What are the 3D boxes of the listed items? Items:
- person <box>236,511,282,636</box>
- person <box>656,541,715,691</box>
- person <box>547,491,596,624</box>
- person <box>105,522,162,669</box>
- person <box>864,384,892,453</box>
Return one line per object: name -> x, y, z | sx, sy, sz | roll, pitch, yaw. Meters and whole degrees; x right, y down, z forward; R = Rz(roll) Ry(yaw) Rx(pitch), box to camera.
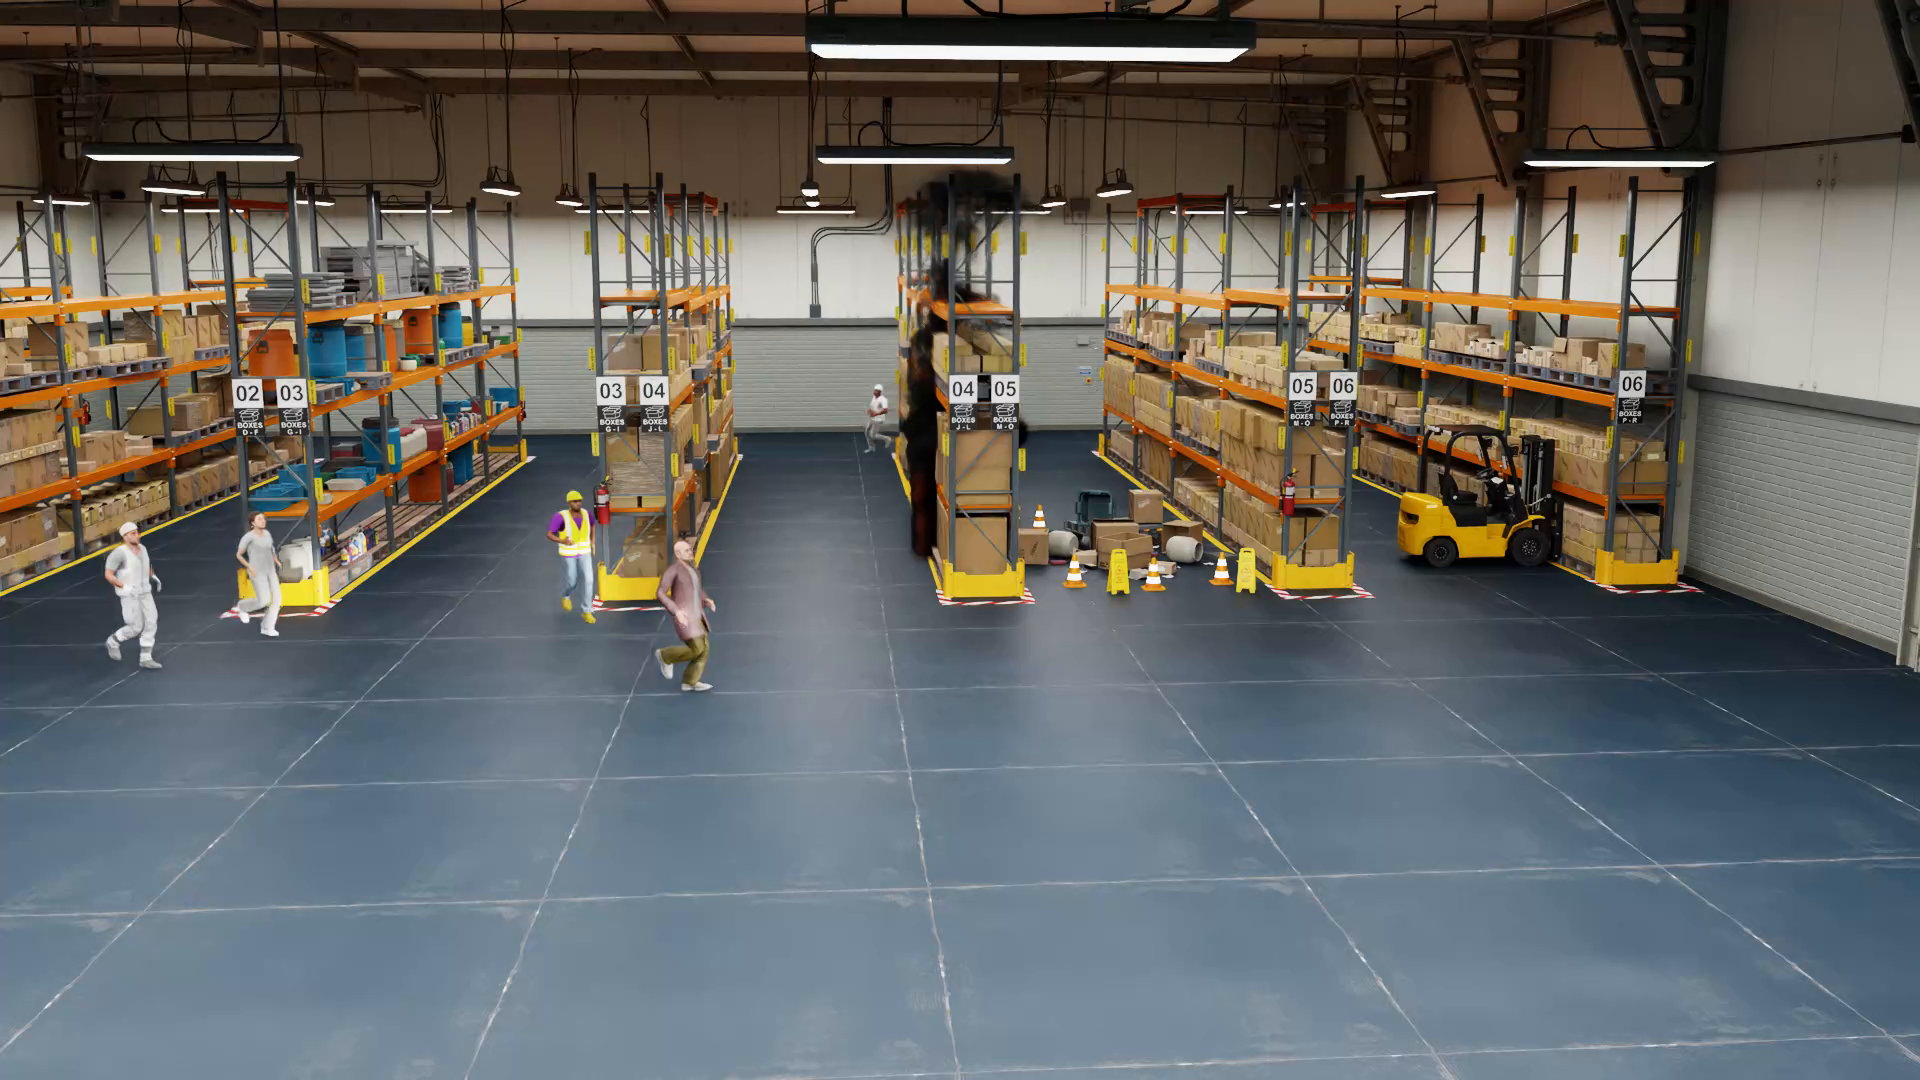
person -> -9.129, 0.425, 21.676 | 0.662, 1.630, 0.580 | 5, 11, 27
person -> -3.122, 0.908, 18.897 | 0.630, 1.646, 0.724 | 4, 11, 24
person -> -5.216, 0.200, 22.524 | 0.737, 1.763, 0.937 | -7, 12, -33
person -> -9.929, 0.658, 19.944 | 0.717, 1.771, 0.683 | 3, 11, 19
person -> -1.989, -2.970, 40.730 | 0.660, 1.693, 0.720 | -4, 11, -23
